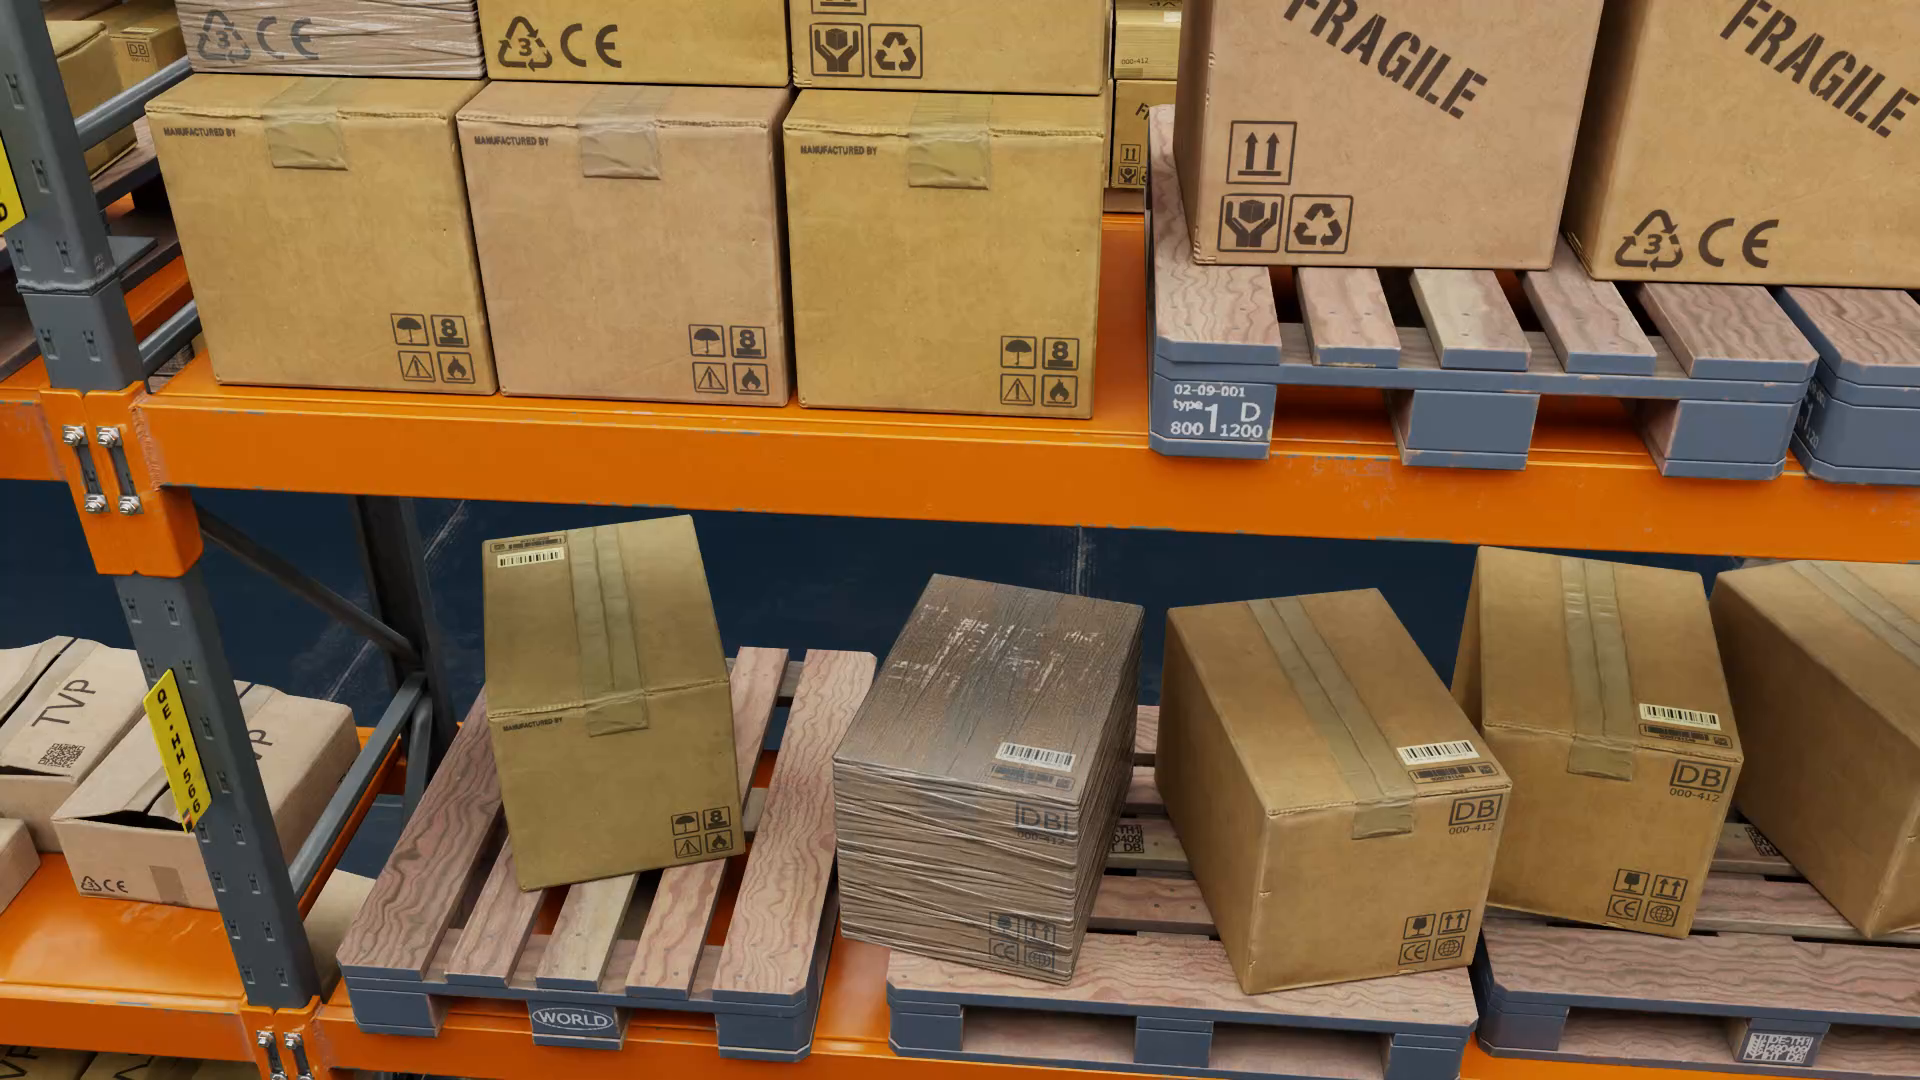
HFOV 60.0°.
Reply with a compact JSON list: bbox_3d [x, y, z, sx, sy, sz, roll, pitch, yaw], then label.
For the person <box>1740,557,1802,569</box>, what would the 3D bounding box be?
[{"bbox_3d":[3.222,0.040,6.069,1.029,1.660,0.602,10,33,16],"label":"person"}]
